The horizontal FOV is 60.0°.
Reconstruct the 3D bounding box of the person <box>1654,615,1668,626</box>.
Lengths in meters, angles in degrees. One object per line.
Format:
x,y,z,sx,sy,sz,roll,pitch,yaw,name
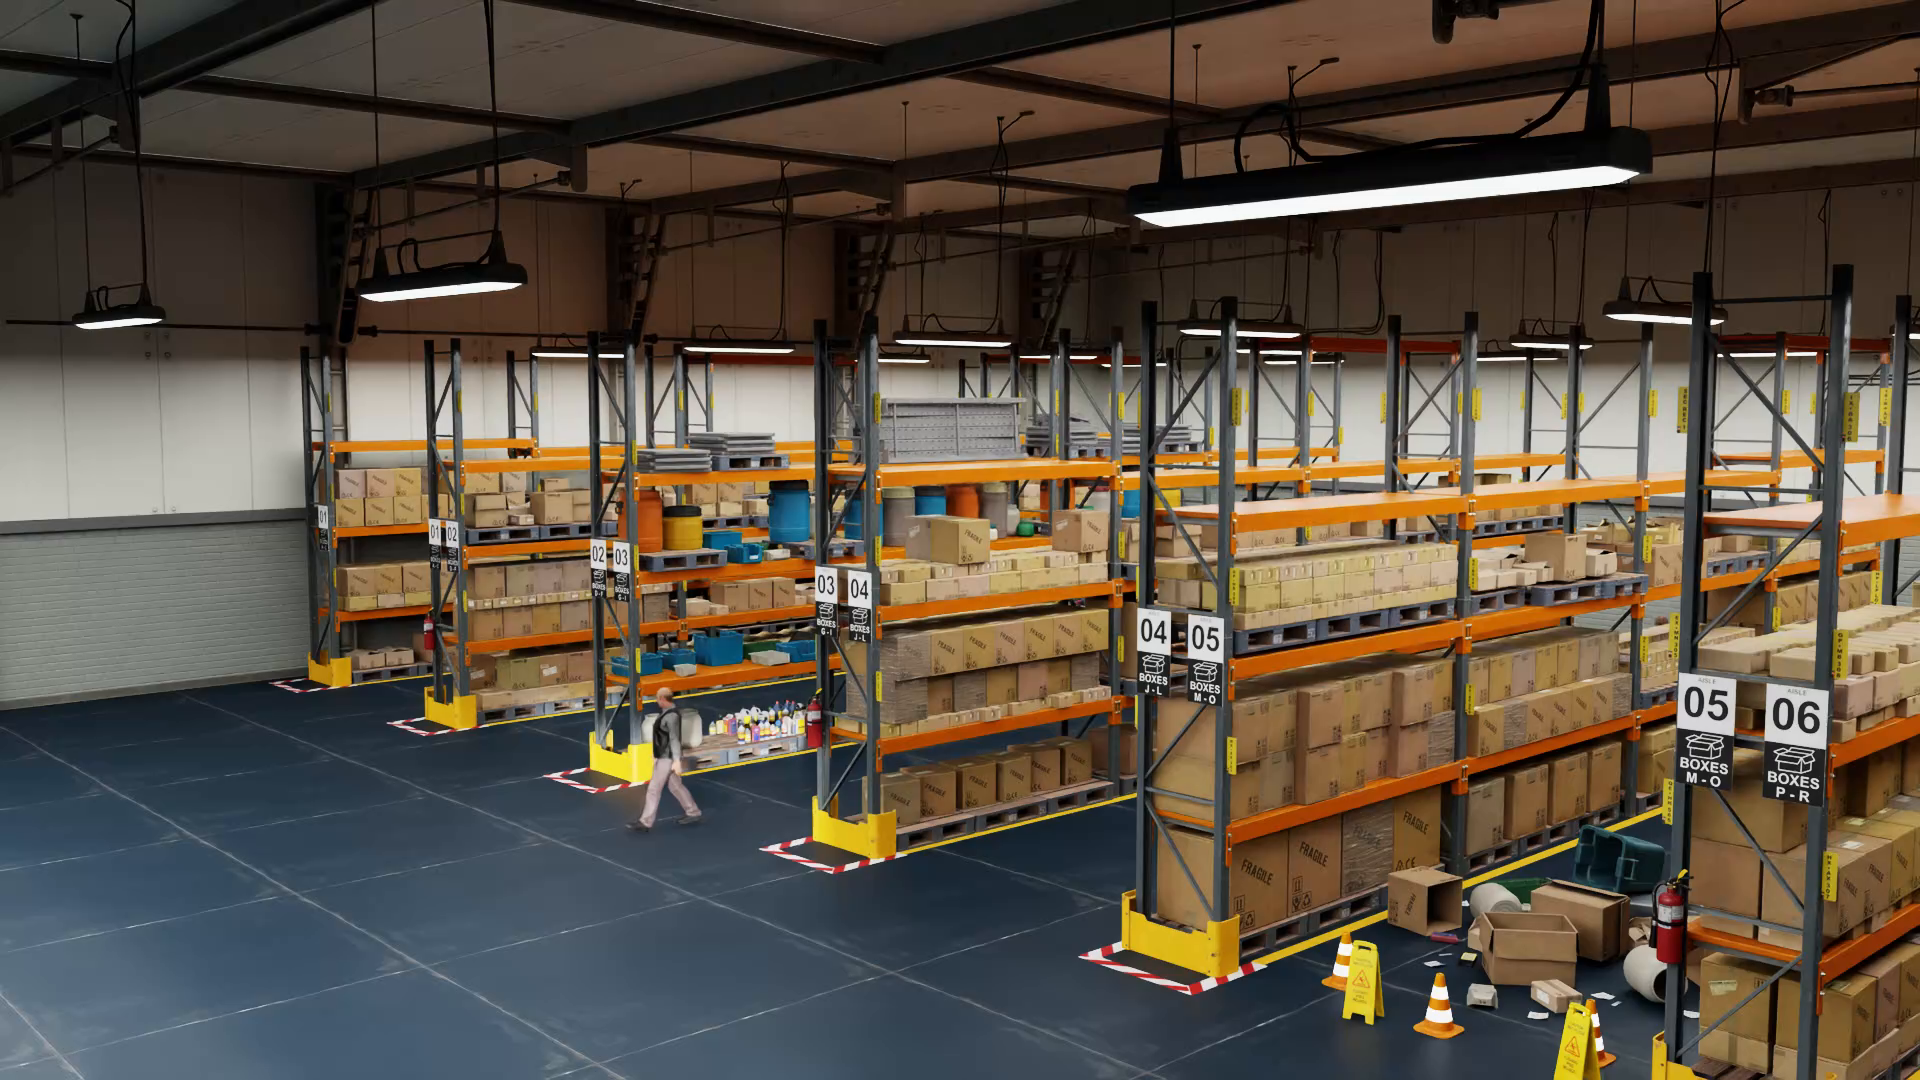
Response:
11.255,2.012,26.740,0.447,1.588,0.454,-3,6,-31,person

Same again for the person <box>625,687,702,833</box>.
-3.535,2.591,19.769,0.900,1.683,0.584,-1,5,-11,person
